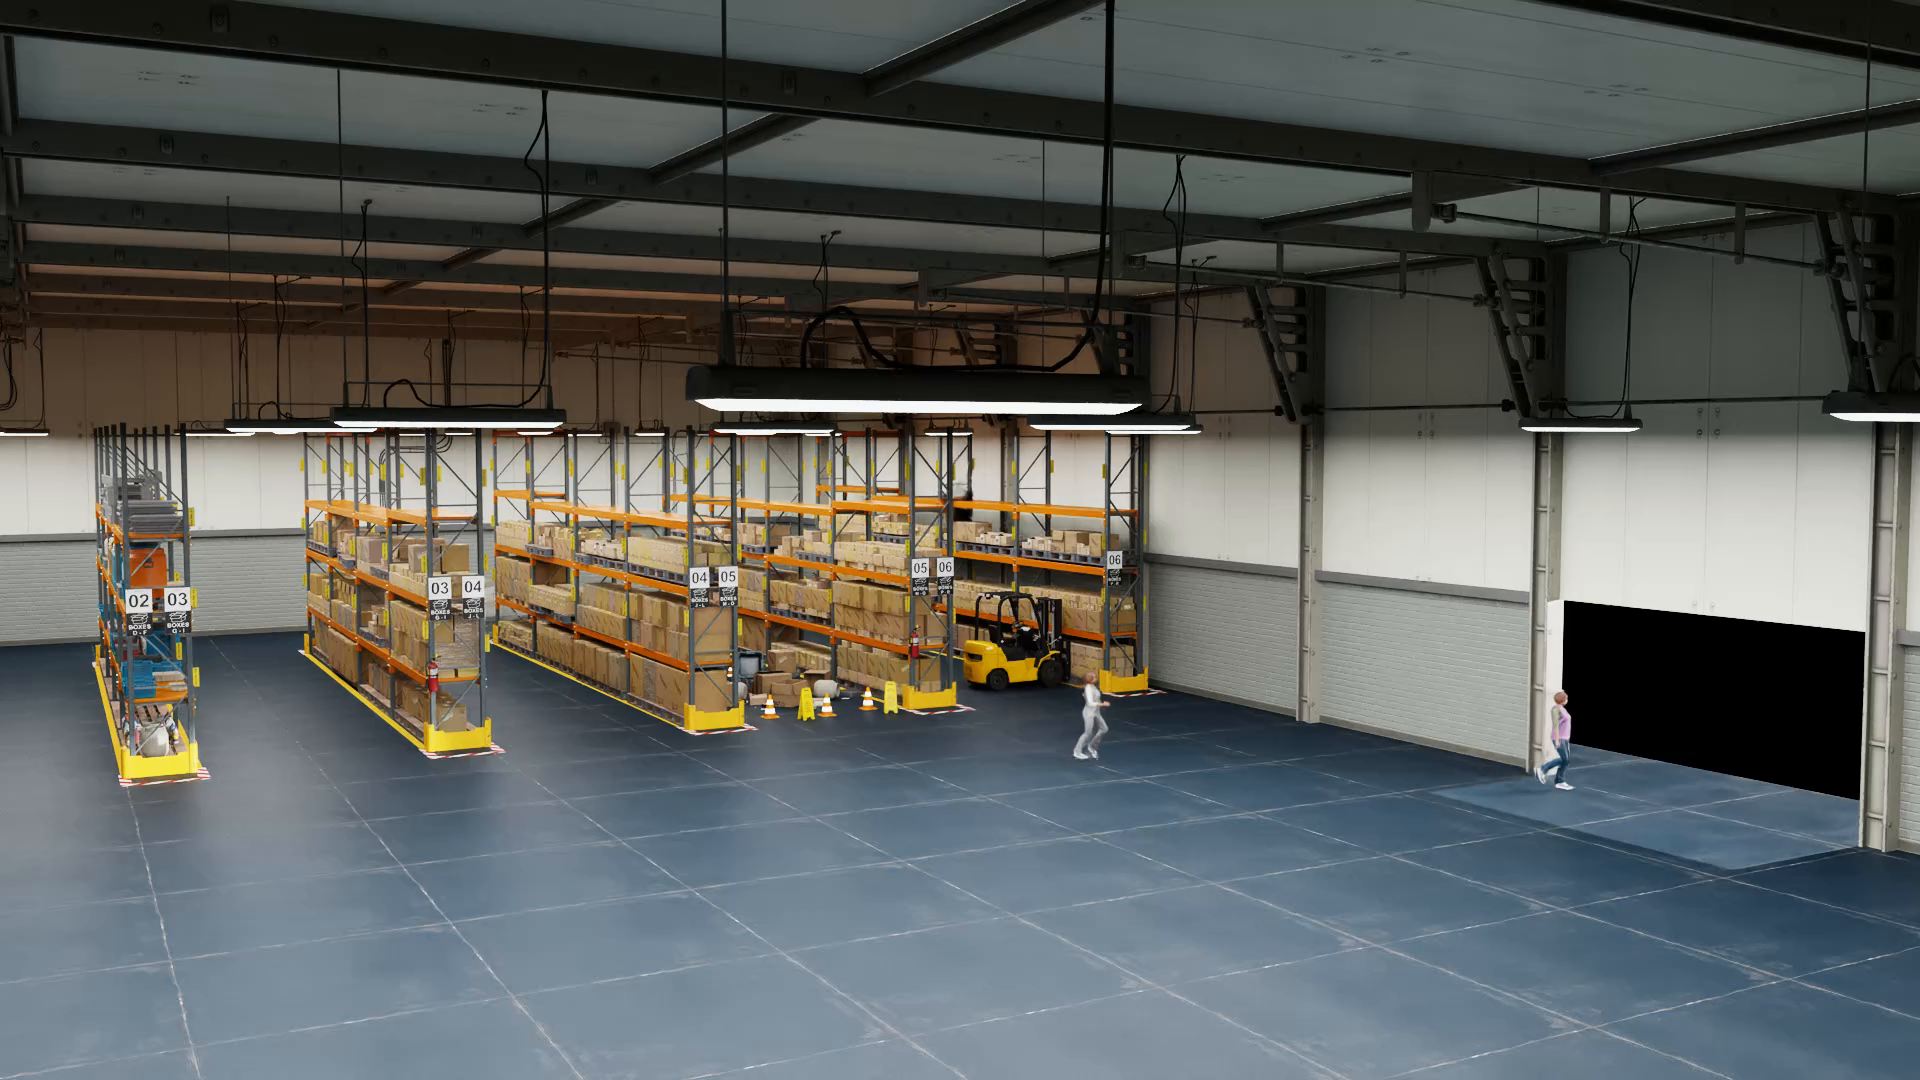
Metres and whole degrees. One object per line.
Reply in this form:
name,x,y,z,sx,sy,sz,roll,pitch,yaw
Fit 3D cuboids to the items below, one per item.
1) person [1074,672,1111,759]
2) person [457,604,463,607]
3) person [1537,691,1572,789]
person,2.364,3.127,29.584,0.678,1.589,0.512,1,4,23
person,-13.061,2.176,44.073,0.620,1.822,0.827,-1,4,-23
person,9.792,3.269,27.233,0.538,1.581,0.448,3,4,39
